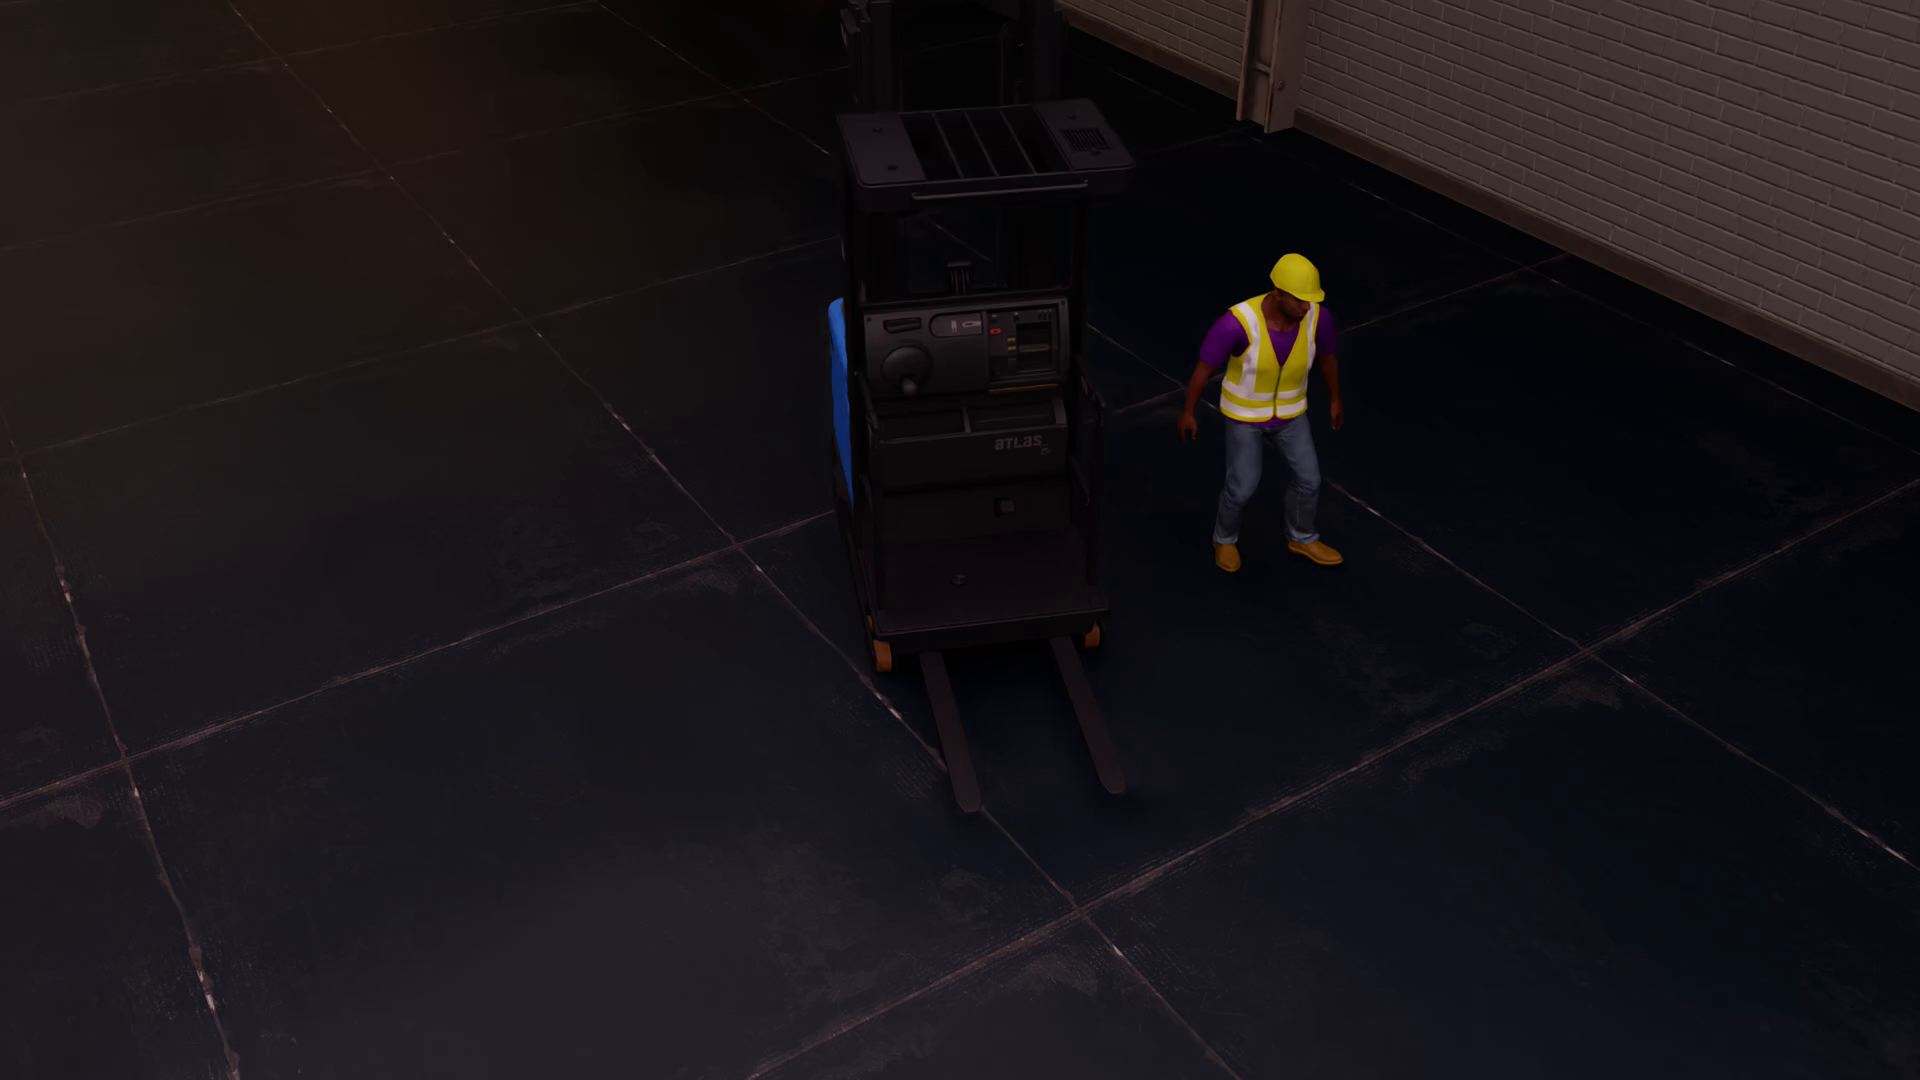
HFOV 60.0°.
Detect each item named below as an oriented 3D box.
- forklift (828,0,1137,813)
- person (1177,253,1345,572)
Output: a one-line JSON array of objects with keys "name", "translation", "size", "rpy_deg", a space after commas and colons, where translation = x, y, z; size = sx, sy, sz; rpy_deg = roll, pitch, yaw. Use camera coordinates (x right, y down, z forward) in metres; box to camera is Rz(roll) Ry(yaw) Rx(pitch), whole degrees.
[{"name": "forklift", "translation": [0.075, -0.803, 7.290], "size": [1.130, 2.935, 3.031], "rpy_deg": [-6, 36, -9]}, {"name": "person", "translation": [1.509, -0.605, 8.052], "size": [0.864, 1.733, 0.442], "rpy_deg": [-7, 36, -10]}]
